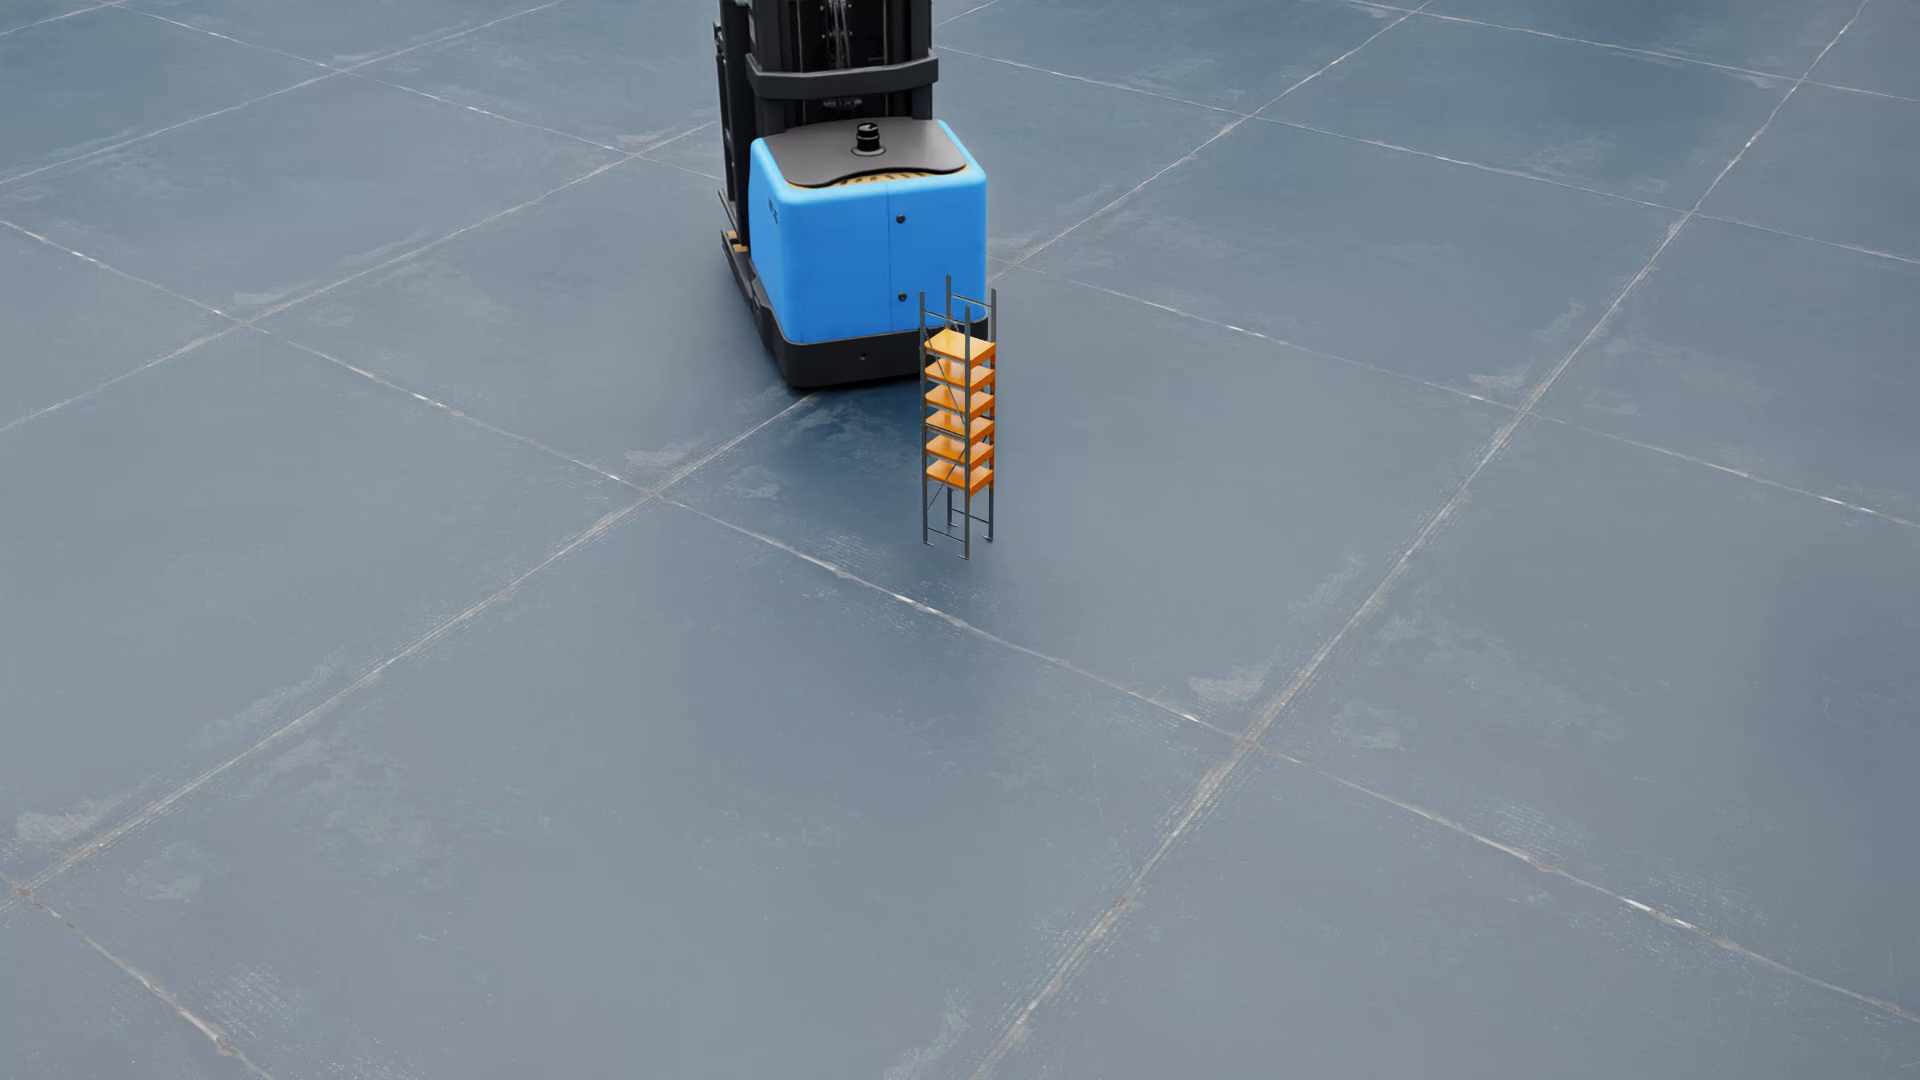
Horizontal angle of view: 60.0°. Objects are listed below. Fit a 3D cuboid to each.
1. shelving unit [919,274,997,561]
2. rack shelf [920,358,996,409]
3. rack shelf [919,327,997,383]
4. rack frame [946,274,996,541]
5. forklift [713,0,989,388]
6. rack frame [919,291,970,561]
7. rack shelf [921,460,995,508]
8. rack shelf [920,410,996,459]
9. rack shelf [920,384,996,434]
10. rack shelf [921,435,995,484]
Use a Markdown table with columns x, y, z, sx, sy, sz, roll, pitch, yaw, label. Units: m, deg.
| x | y | z | sx | sy | sz | roll | pitch | yaw | label |
| --- | --- | --- | --- | --- | --- | --- | --- | --- | --- |
| -0.008 | -0.490 | 6.904 | 0.258 | 1.200 | 0.189 | 21 | 39 | 28 | shelving unit |
| -0.008 | -0.652 | 6.794 | 0.258 | 0.103 | 0.180 | 21 | 39 | 28 | rack shelf |
| -0.008 | -0.752 | 6.727 | 0.258 | 0.103 | 0.180 | 21 | 39 | 28 | rack shelf |
| 0.044 | -0.532 | 6.966 | 0.240 | 1.200 | 0.006 | 21 | 39 | 28 | rack frame |
| -0.752 | -2.791 | 8.761 | 1.130 | 2.935 | 3.031 | -9 | 35 | -13 | forklift |
| -0.060 | -0.448 | 6.842 | 0.240 | 1.200 | 0.006 | 21 | 39 | 28 | rack frame |
| -0.008 | -0.255 | 7.063 | 0.258 | 0.103 | 0.180 | 21 | 39 | 28 | rack shelf |
| -0.008 | -0.454 | 6.929 | 0.258 | 0.103 | 0.180 | 21 | 39 | 28 | rack shelf |
| -0.008 | -0.553 | 6.862 | 0.258 | 0.103 | 0.180 | 21 | 39 | 28 | rack shelf |
| -0.008 | -0.354 | 6.996 | 0.258 | 0.103 | 0.180 | 21 | 39 | 28 | rack shelf |
